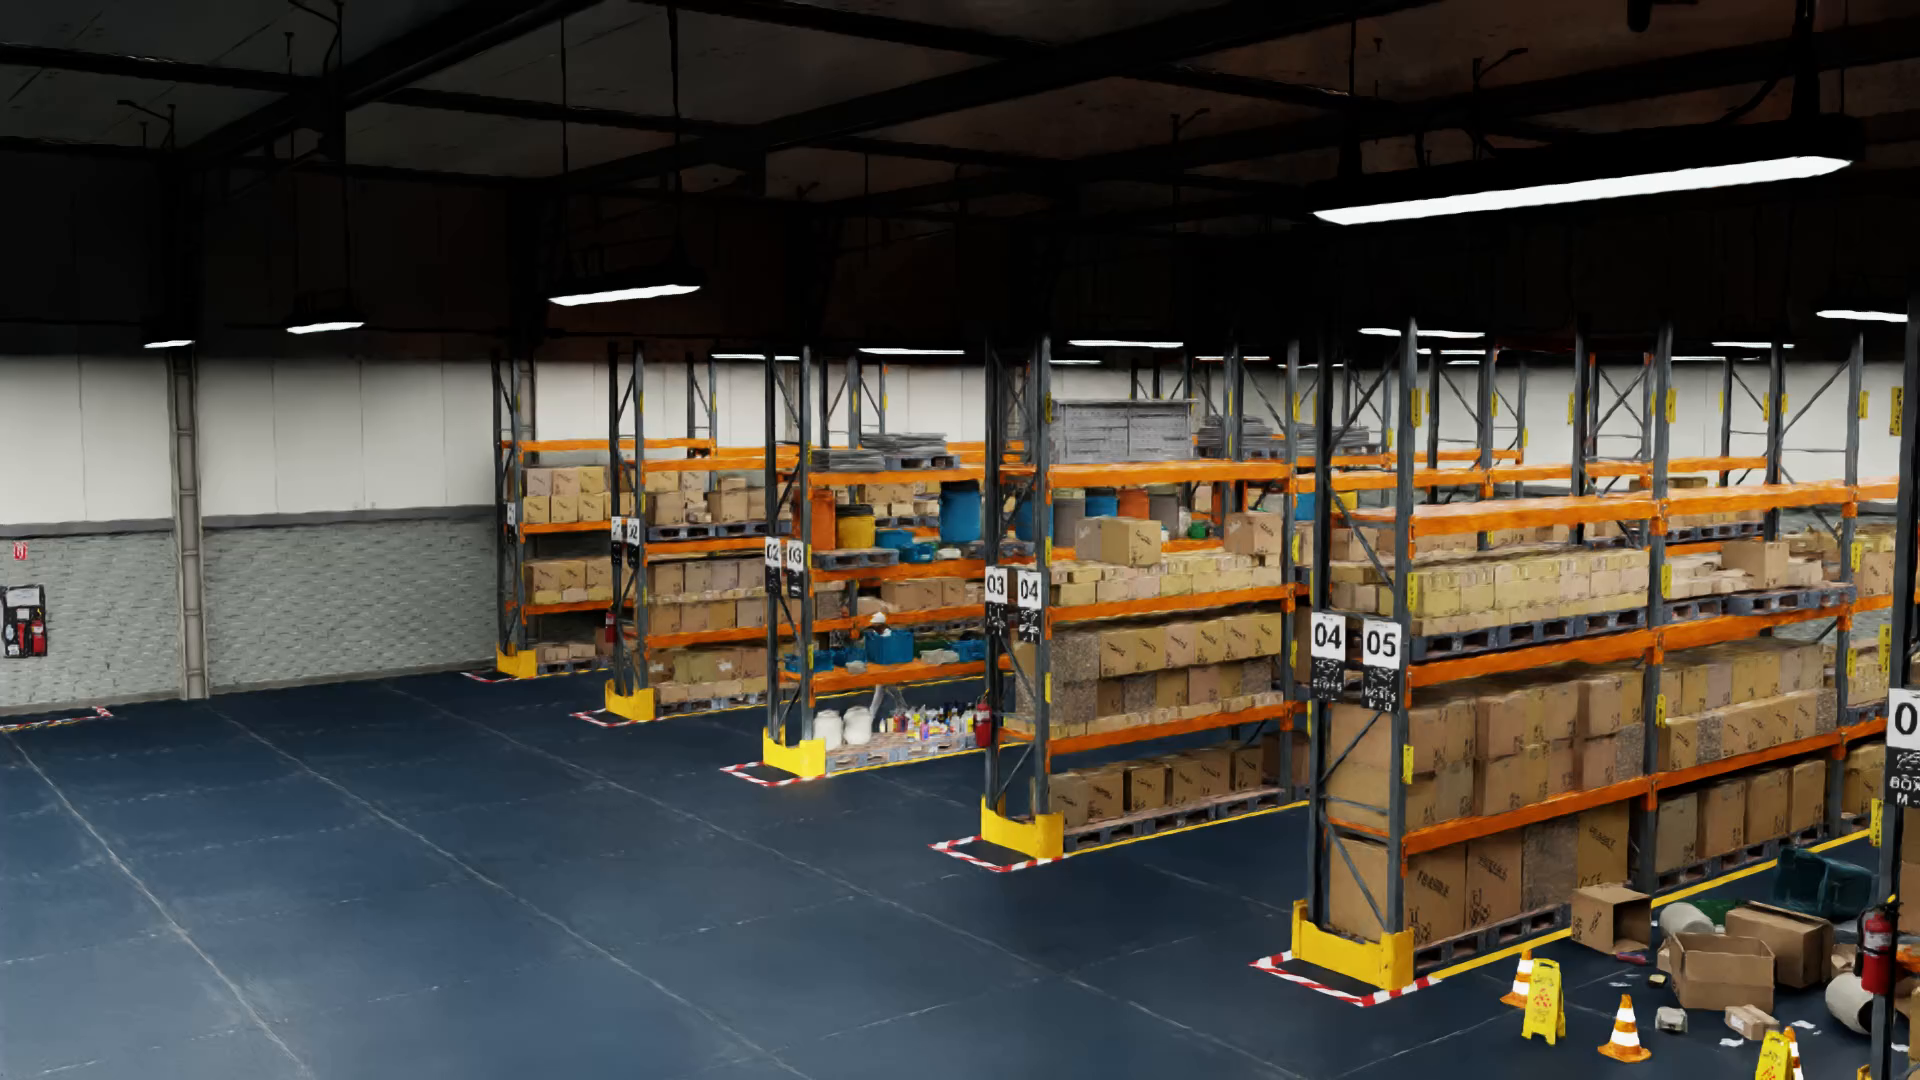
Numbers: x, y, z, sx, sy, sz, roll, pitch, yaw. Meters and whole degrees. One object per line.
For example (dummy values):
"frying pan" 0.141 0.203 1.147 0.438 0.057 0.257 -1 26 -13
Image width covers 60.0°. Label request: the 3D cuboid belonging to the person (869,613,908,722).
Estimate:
"person" -1.255 1.992 26.369 1.113 1.683 0.576 -4 6 -39
